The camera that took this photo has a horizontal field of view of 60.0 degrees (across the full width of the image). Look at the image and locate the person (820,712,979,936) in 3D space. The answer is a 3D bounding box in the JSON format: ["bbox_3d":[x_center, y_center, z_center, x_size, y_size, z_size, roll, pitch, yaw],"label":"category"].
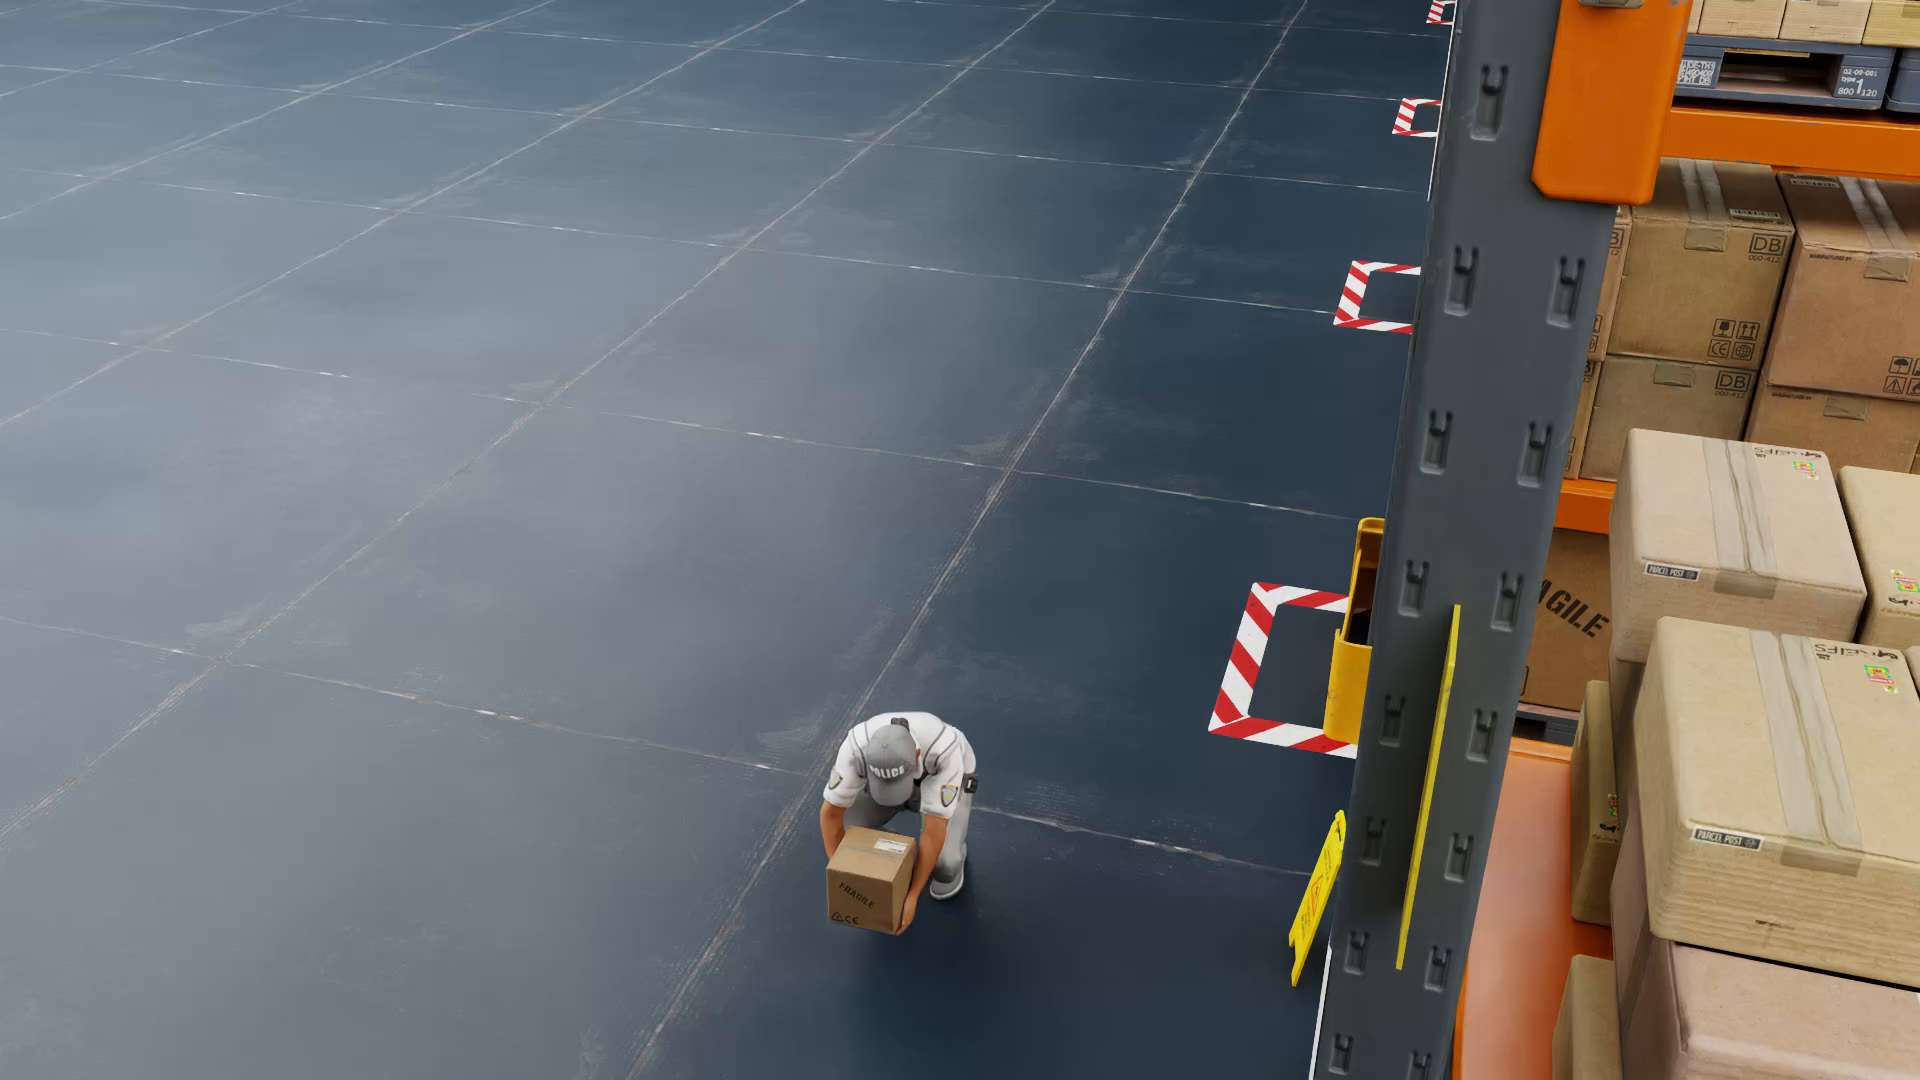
[{"bbox_3d":[-0.214,0.952,6.190,0.525,0.939,0.814,9,31,15],"label":"person"}]
